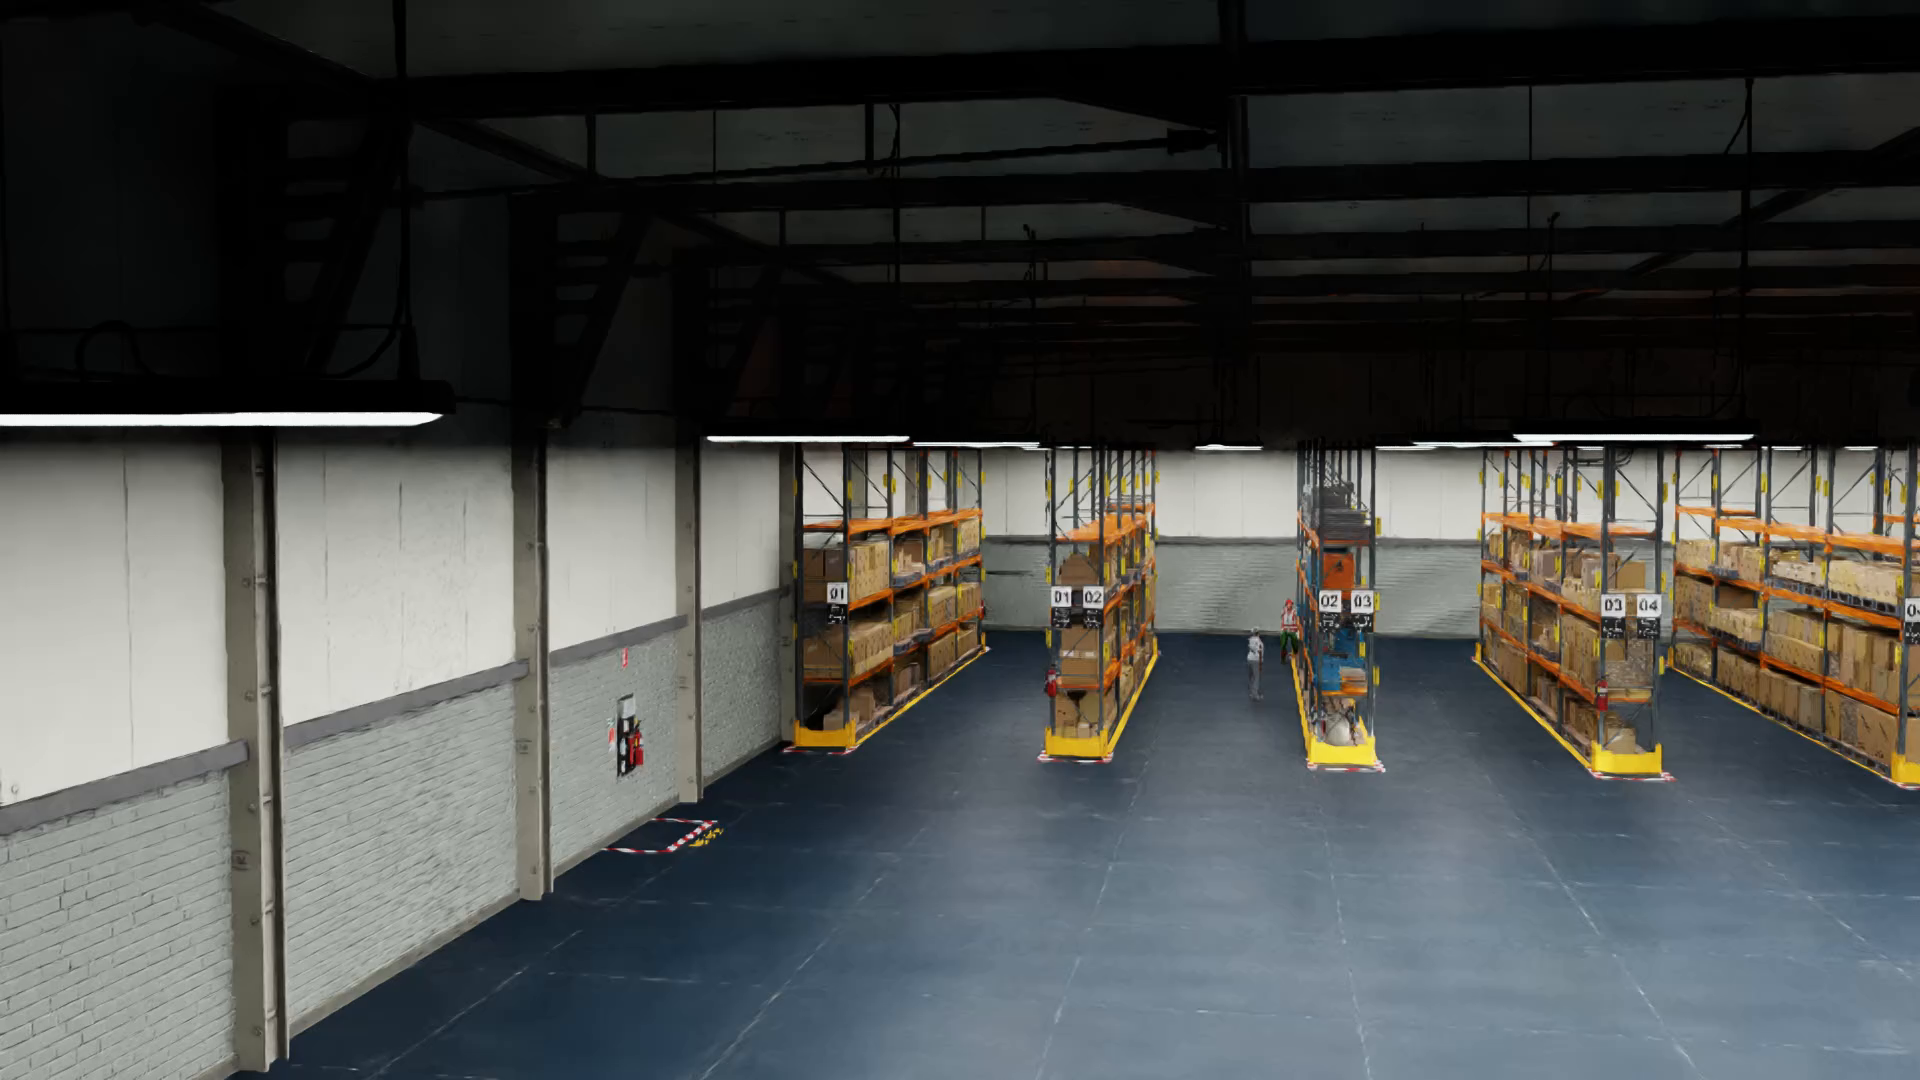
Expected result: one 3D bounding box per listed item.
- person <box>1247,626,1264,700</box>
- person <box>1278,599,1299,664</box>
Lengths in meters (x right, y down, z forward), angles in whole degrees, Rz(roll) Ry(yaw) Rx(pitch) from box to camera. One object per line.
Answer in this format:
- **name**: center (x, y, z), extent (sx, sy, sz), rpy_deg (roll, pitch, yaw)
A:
- **person**: center (6.879, 2.835, 38.549), extent (0.416, 1.679, 0.507), rpy_deg (-1, 3, -22)
- **person**: center (8.960, 2.468, 45.119), extent (0.577, 1.748, 0.960), rpy_deg (1, 3, 25)
